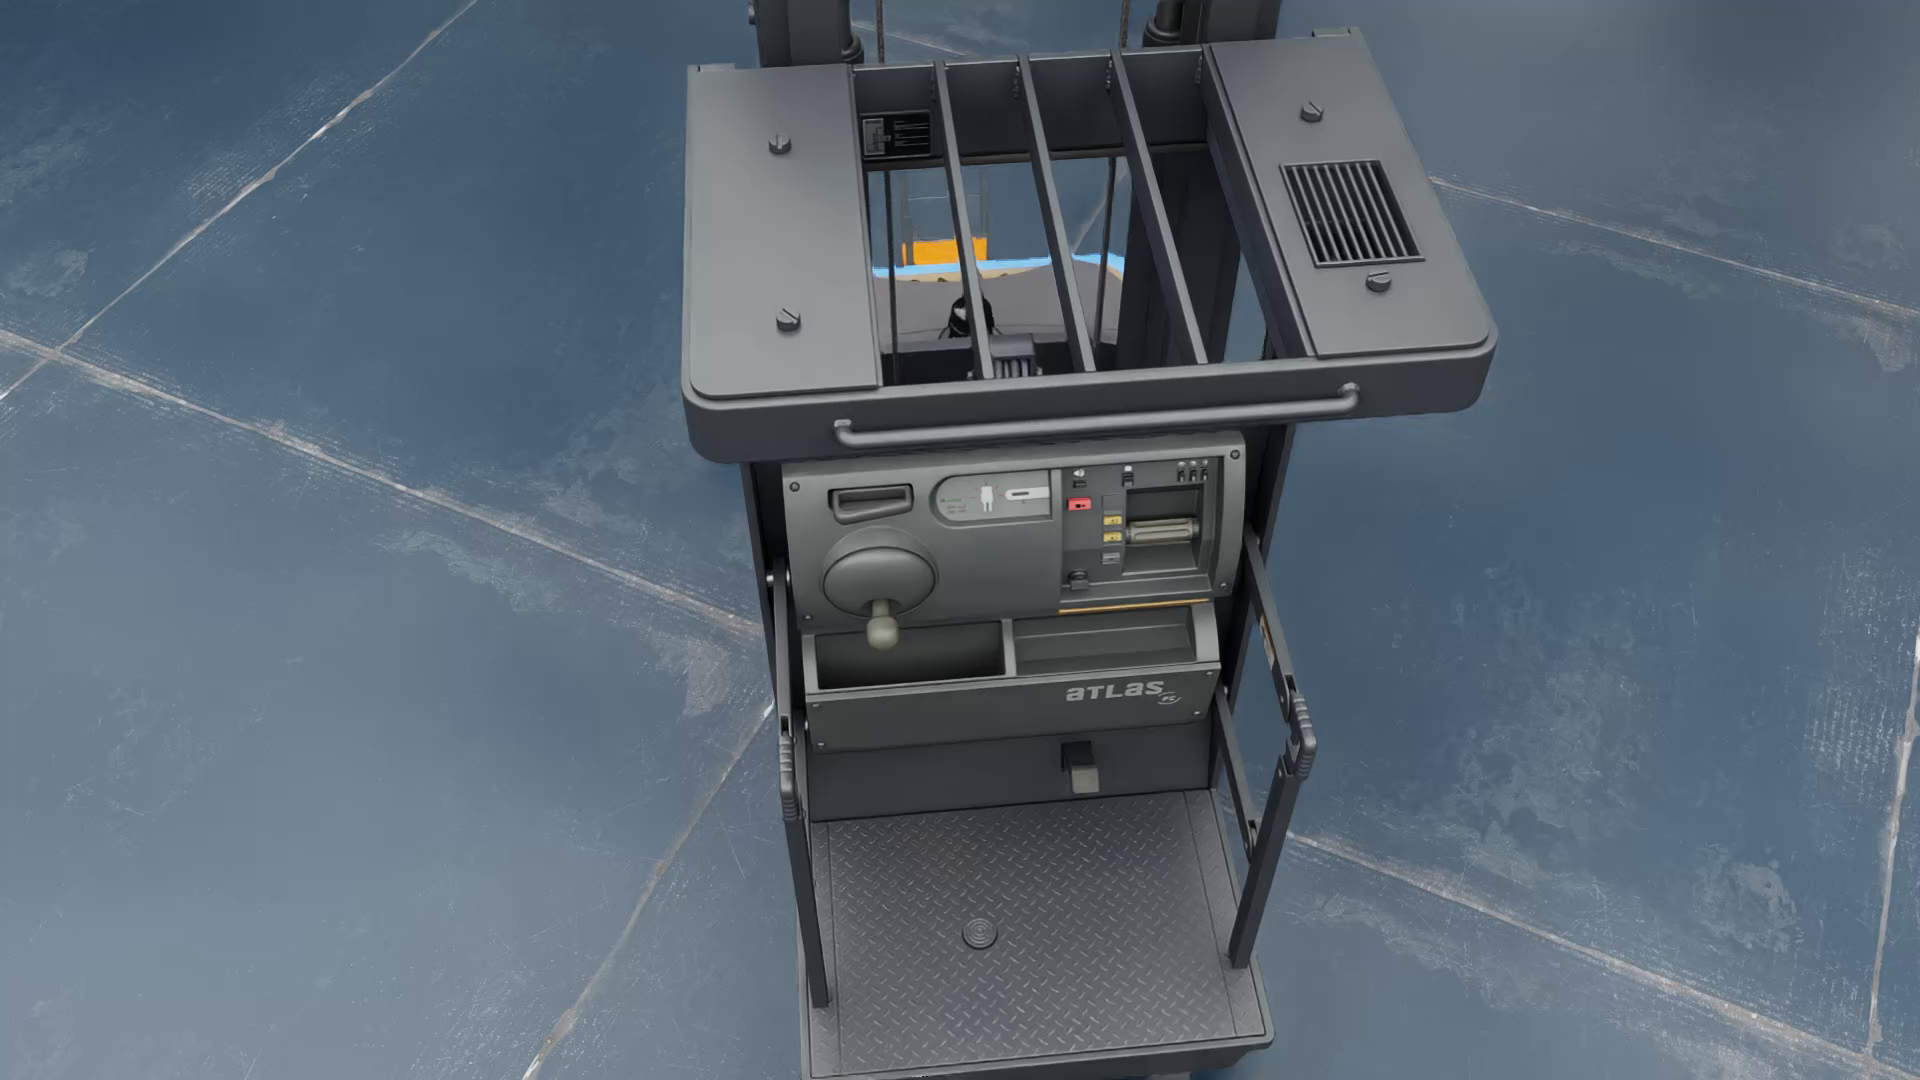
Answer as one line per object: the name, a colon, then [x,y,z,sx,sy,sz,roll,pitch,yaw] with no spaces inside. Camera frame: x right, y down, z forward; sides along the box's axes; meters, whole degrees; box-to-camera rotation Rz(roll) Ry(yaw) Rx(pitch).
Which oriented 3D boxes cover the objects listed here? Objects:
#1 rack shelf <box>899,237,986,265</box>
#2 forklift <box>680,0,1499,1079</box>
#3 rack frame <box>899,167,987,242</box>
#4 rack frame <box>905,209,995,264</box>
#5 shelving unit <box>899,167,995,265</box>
rack shelf: [-0.036,-0.755,4.691,0.258,0.103,0.180,-4,50,-4]
forklift: [0.138,0.109,3.233,1.130,2.935,3.031,-4,50,-4]
rack frame: [-0.046,-0.620,4.990,0.240,1.200,0.006,-4,50,-4]
rack frame: [-0.027,-0.481,4.872,0.240,1.200,0.006,-4,50,-4]
shelving unit: [-0.037,-0.551,4.931,0.258,1.200,0.189,-4,50,-4]
